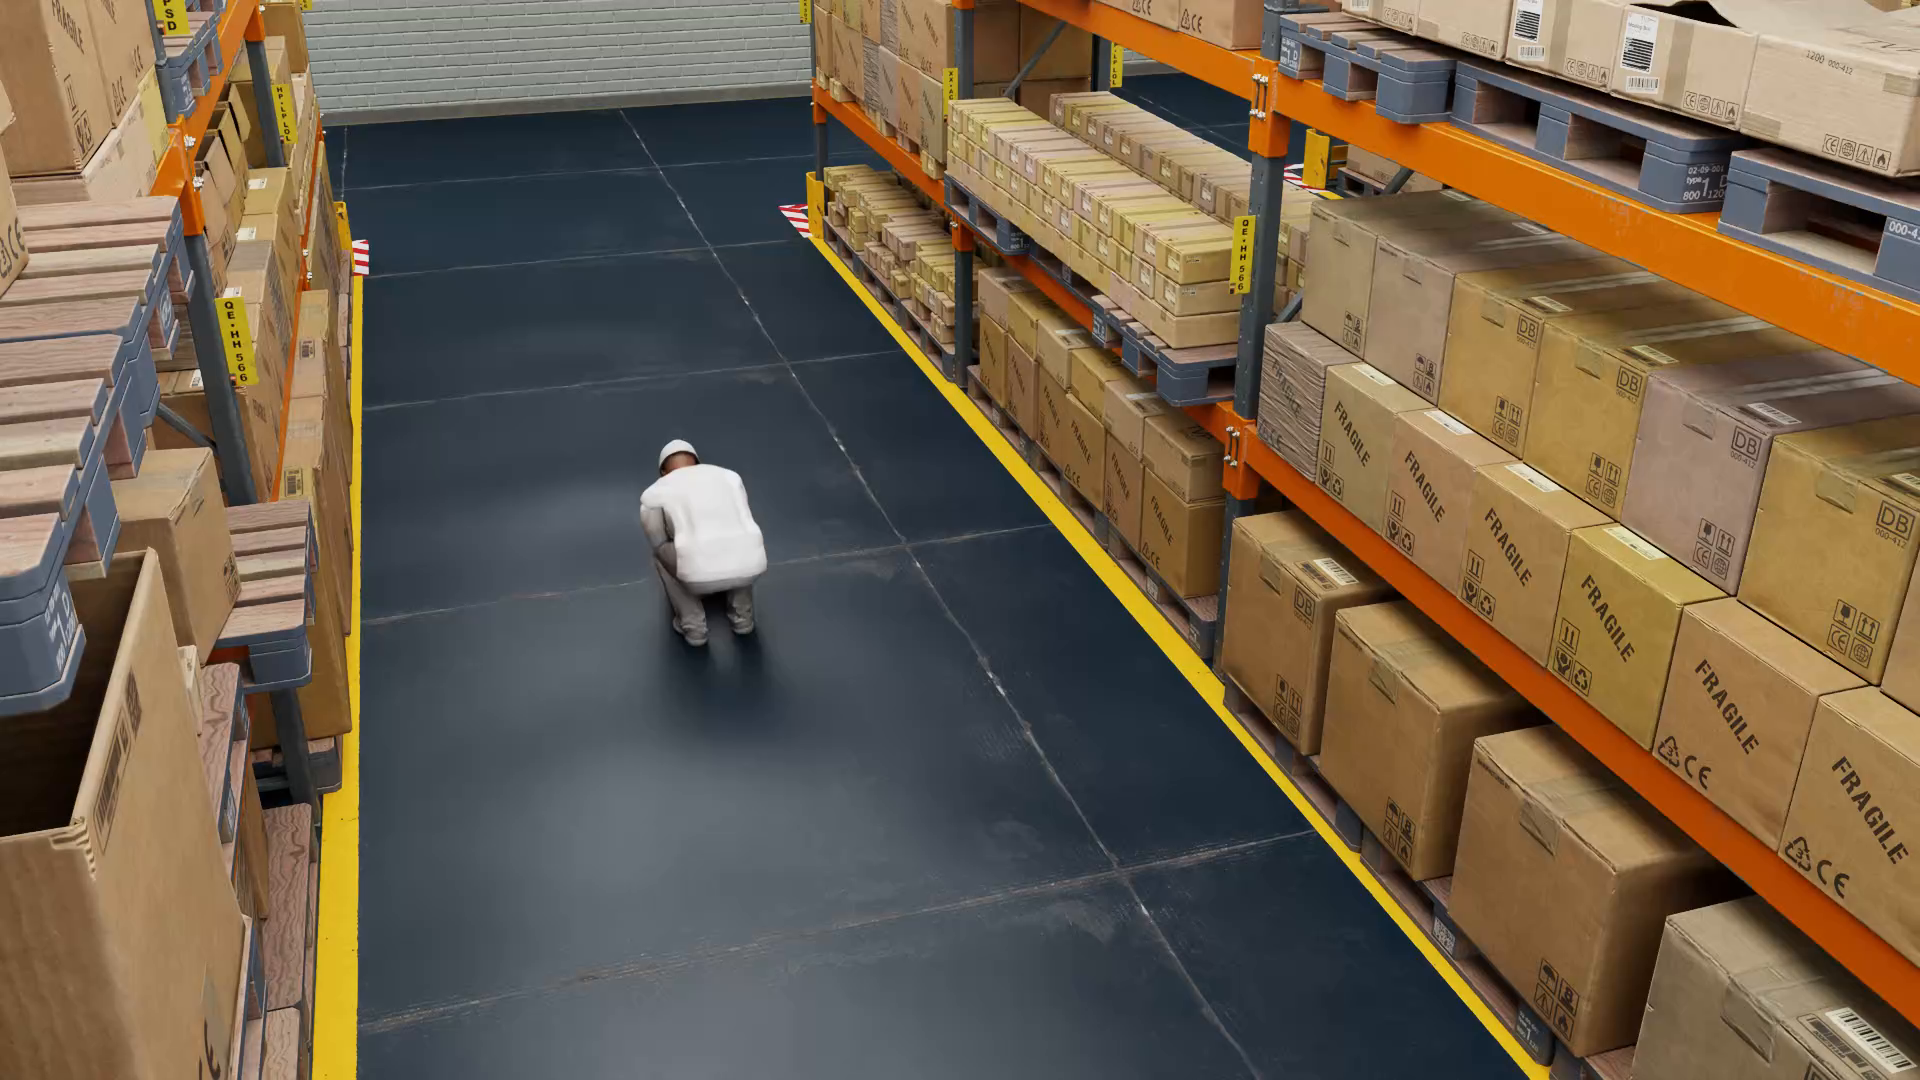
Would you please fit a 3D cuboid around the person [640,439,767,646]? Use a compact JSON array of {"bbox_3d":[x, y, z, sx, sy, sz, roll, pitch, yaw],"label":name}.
[{"bbox_3d":[-1.270,0.052,8.168,0.534,0.887,0.934,-9,27,-17],"label":"person"}]
